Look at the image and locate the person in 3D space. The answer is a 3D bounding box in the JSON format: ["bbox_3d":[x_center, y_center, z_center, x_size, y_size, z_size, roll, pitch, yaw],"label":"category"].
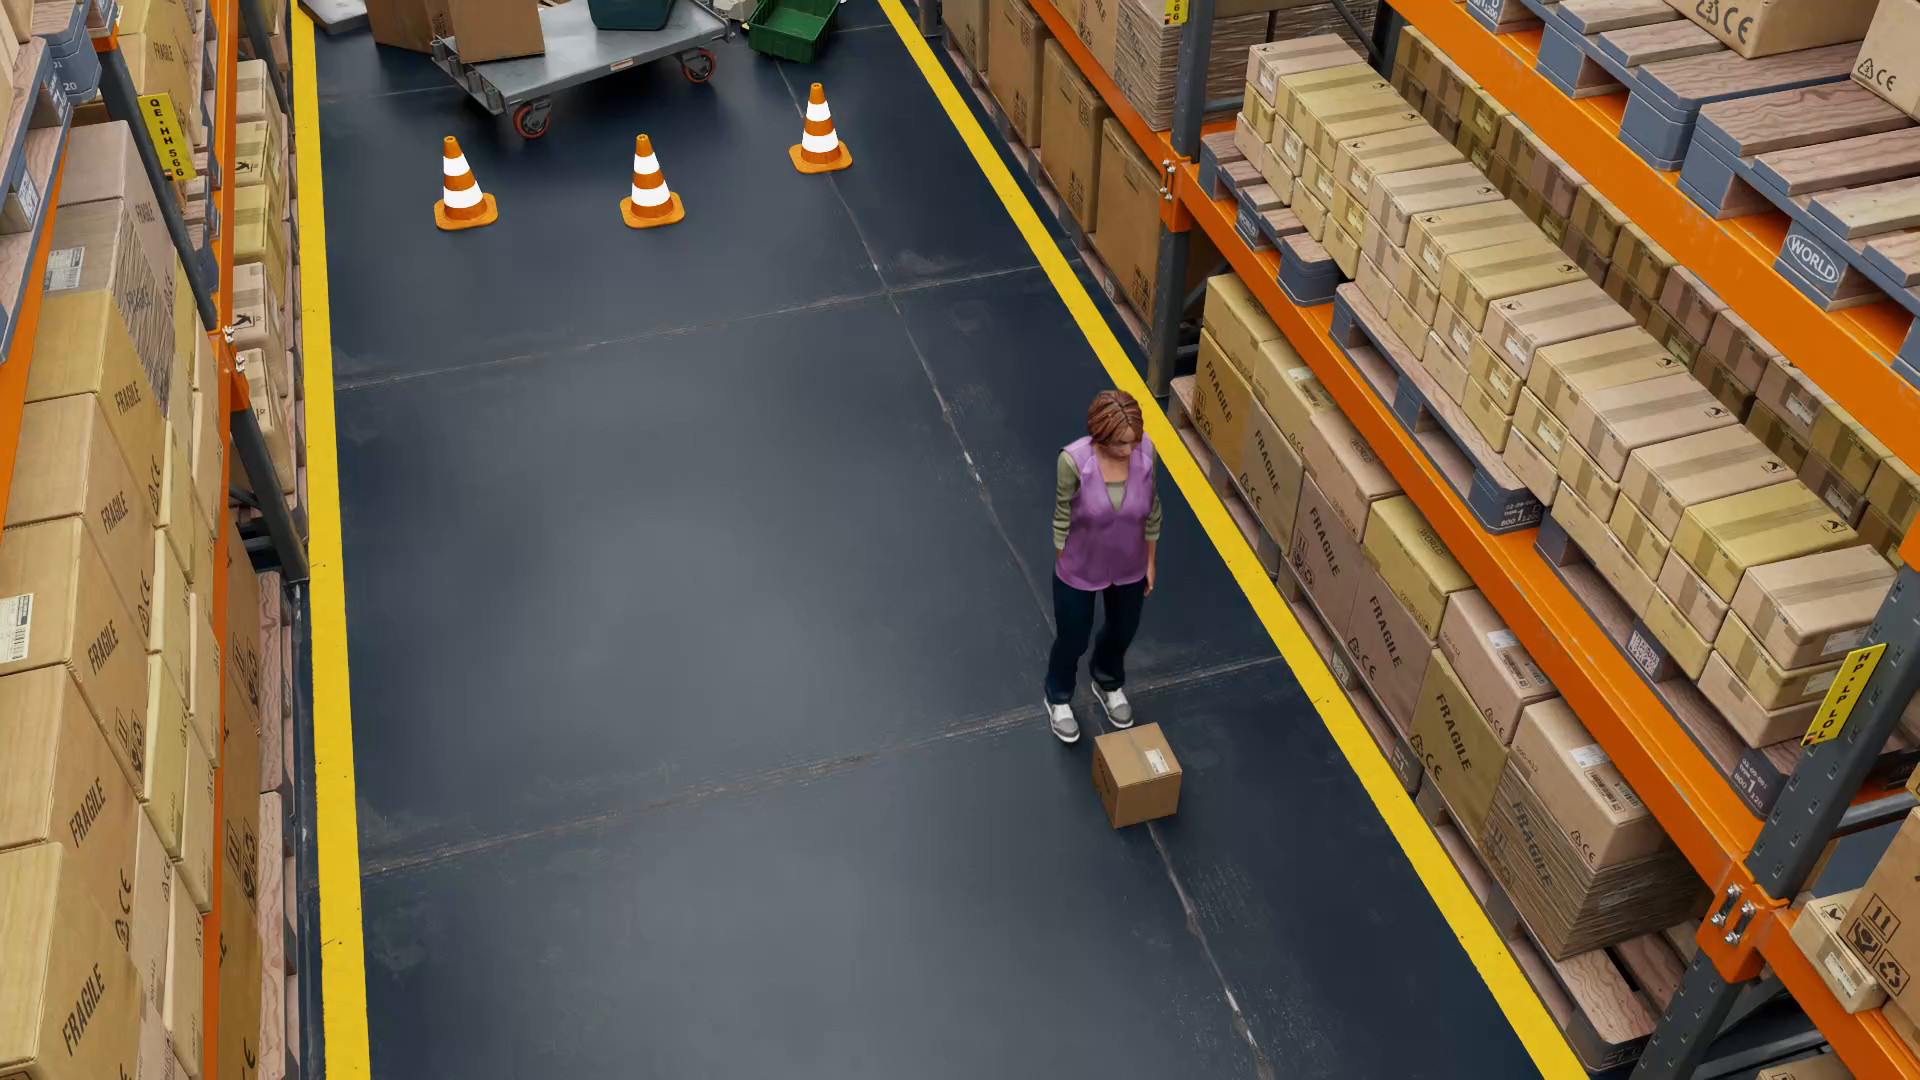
[{"bbox_3d":[0.528,0.097,6.073,0.407,1.598,0.302,-11,44,-12],"label":"person"}]
